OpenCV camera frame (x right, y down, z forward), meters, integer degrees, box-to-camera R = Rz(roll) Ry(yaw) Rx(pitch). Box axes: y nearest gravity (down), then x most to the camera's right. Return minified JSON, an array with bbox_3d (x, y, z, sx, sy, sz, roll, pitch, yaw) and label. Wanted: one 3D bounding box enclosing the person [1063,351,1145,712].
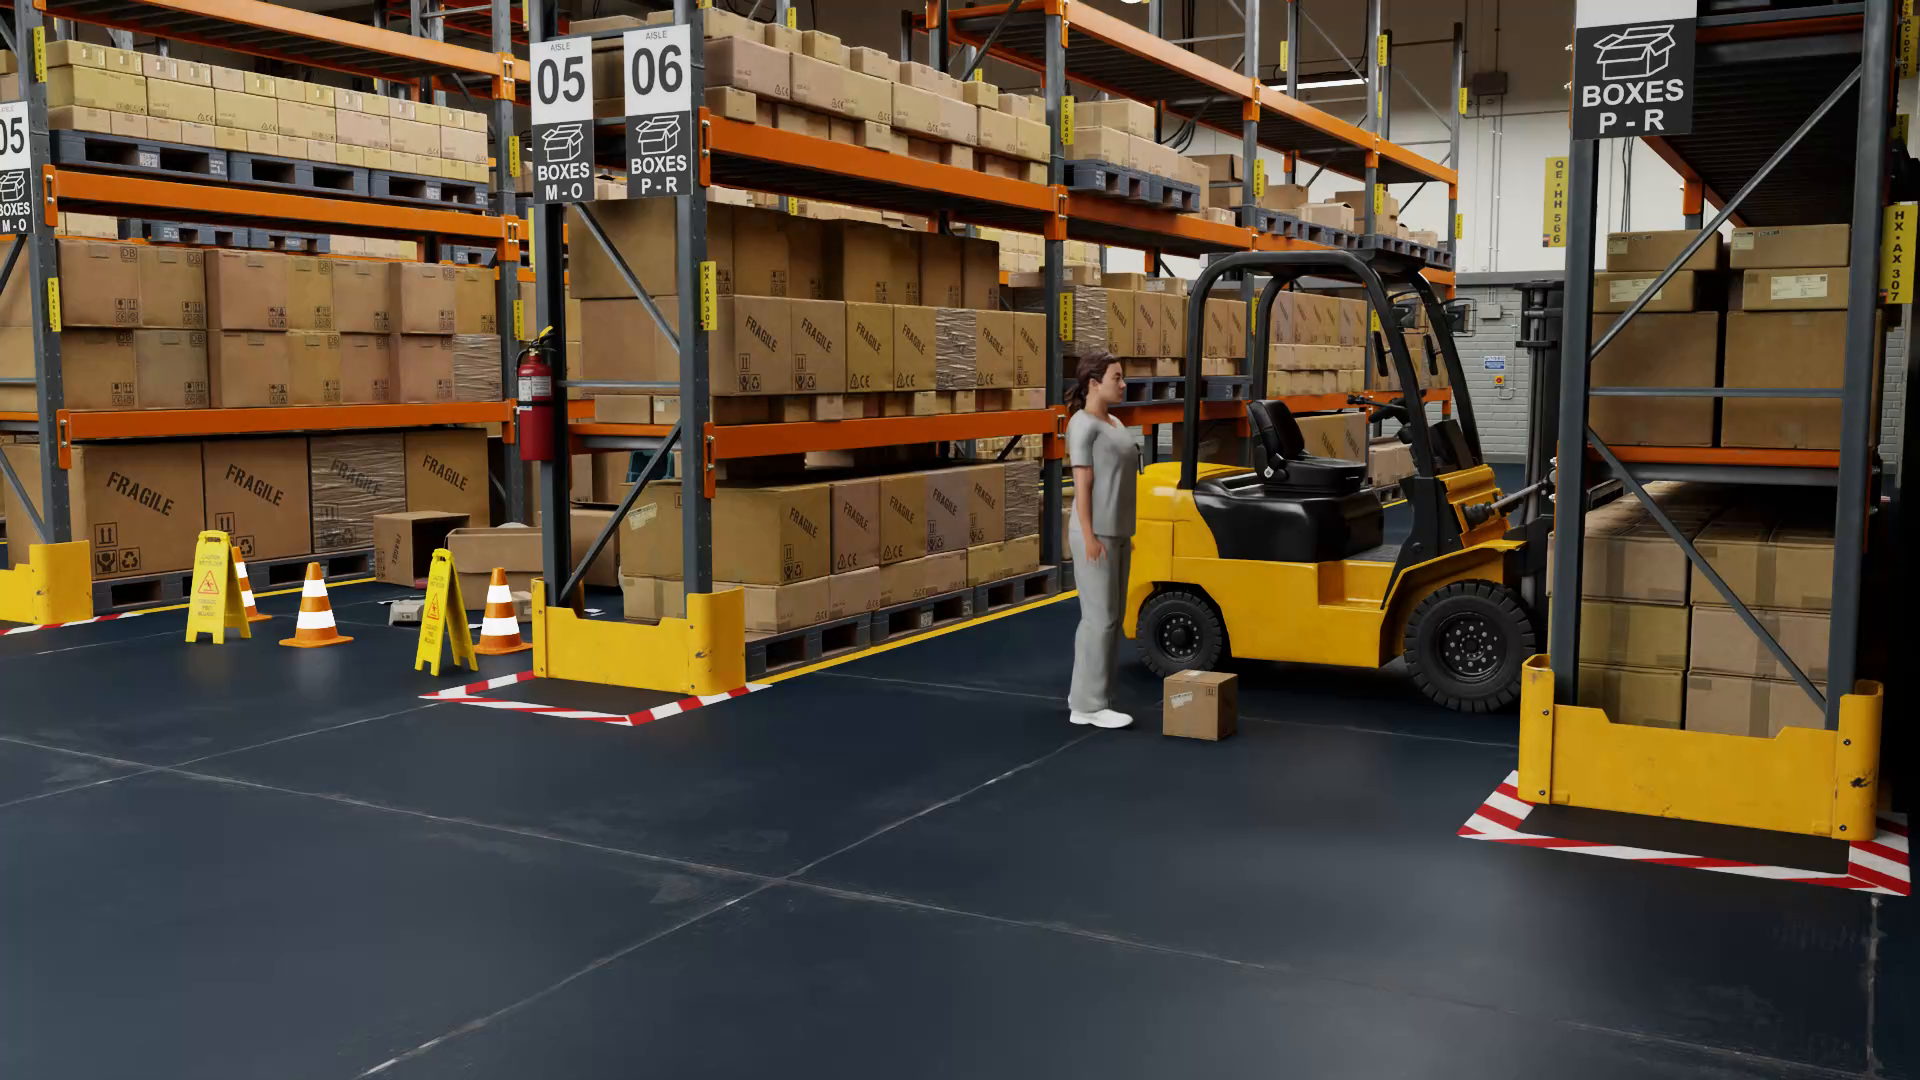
[{"bbox_3d":[0.627,-0.034,7.448,0.356,1.618,0.440,3,7,30],"label":"person"}]
